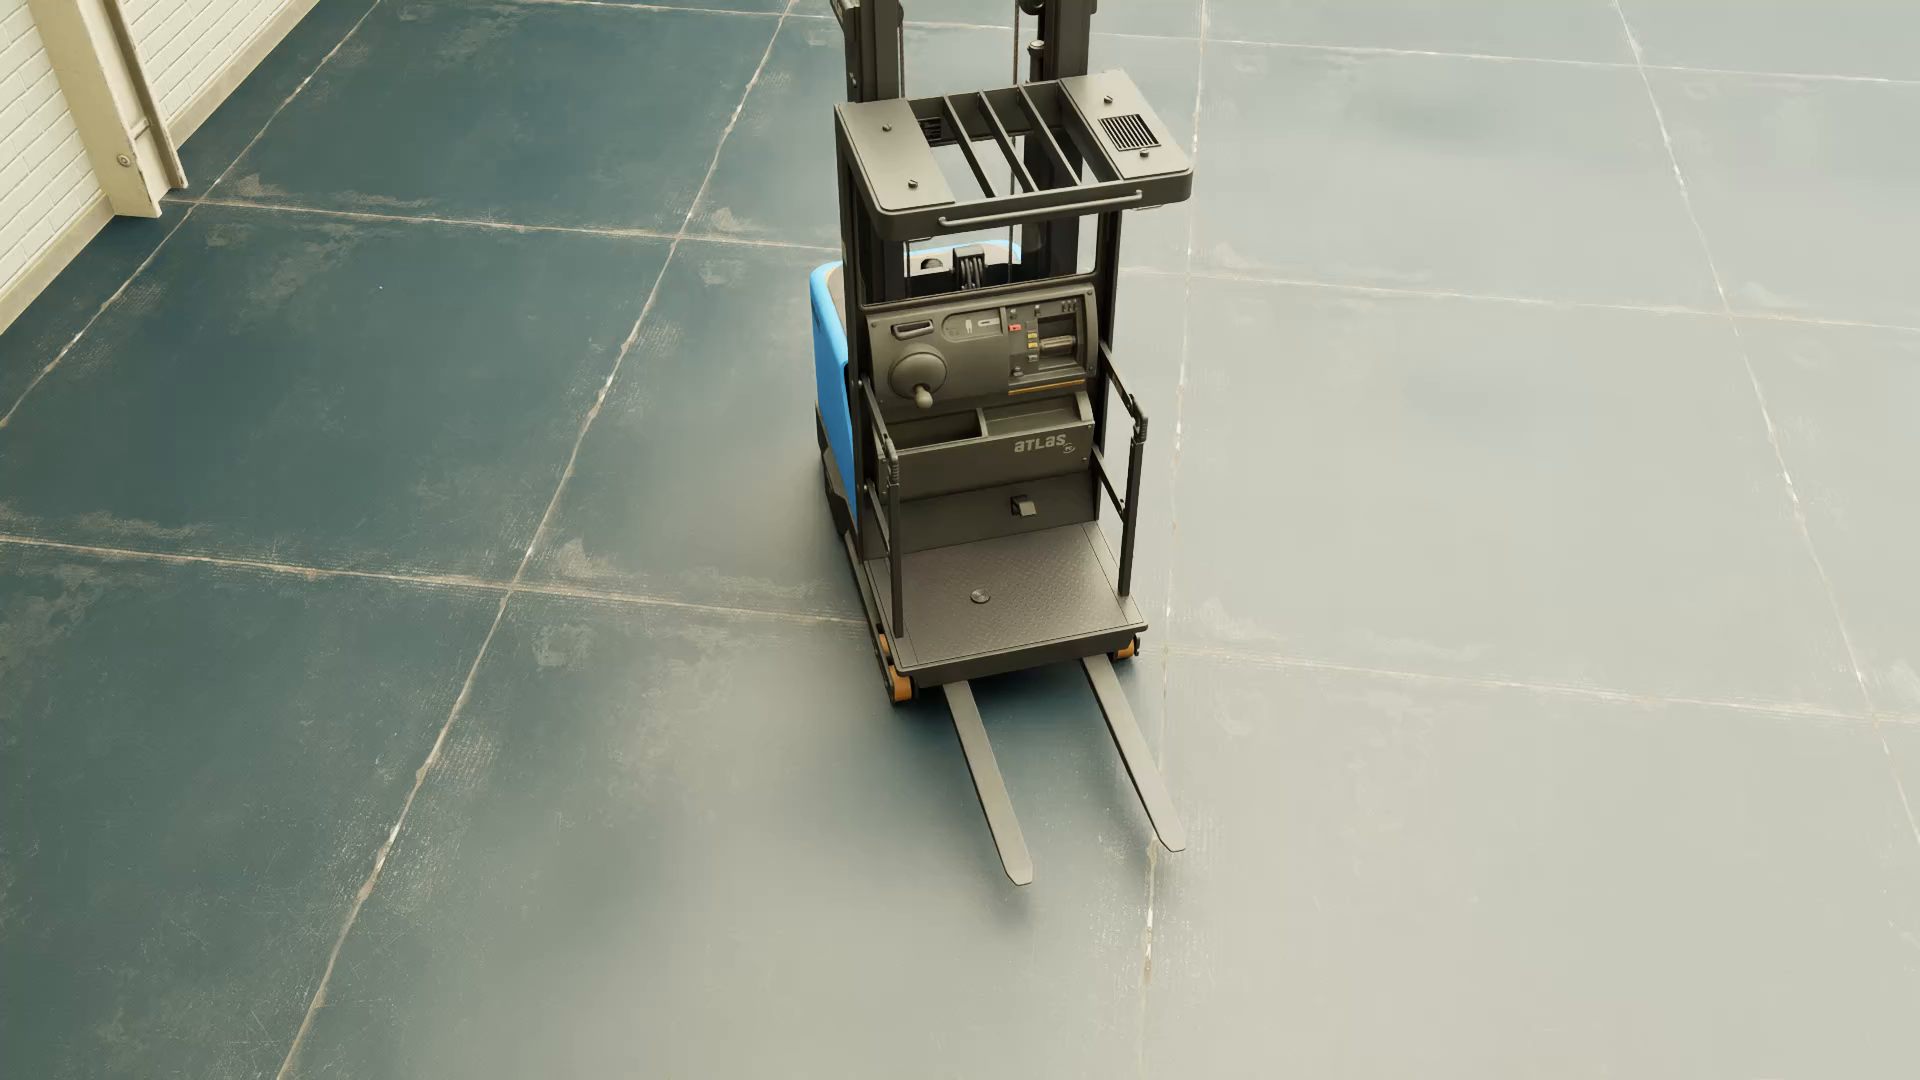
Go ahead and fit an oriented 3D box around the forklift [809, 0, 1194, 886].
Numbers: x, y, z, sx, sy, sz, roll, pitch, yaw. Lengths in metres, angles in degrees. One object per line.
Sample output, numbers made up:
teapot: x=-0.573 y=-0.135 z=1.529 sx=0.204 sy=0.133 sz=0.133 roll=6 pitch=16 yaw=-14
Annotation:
forklift: x=0.153 y=-0.681 z=6.465 sx=1.130 sy=2.935 sz=3.031 roll=-10 pitch=44 yaw=-11
